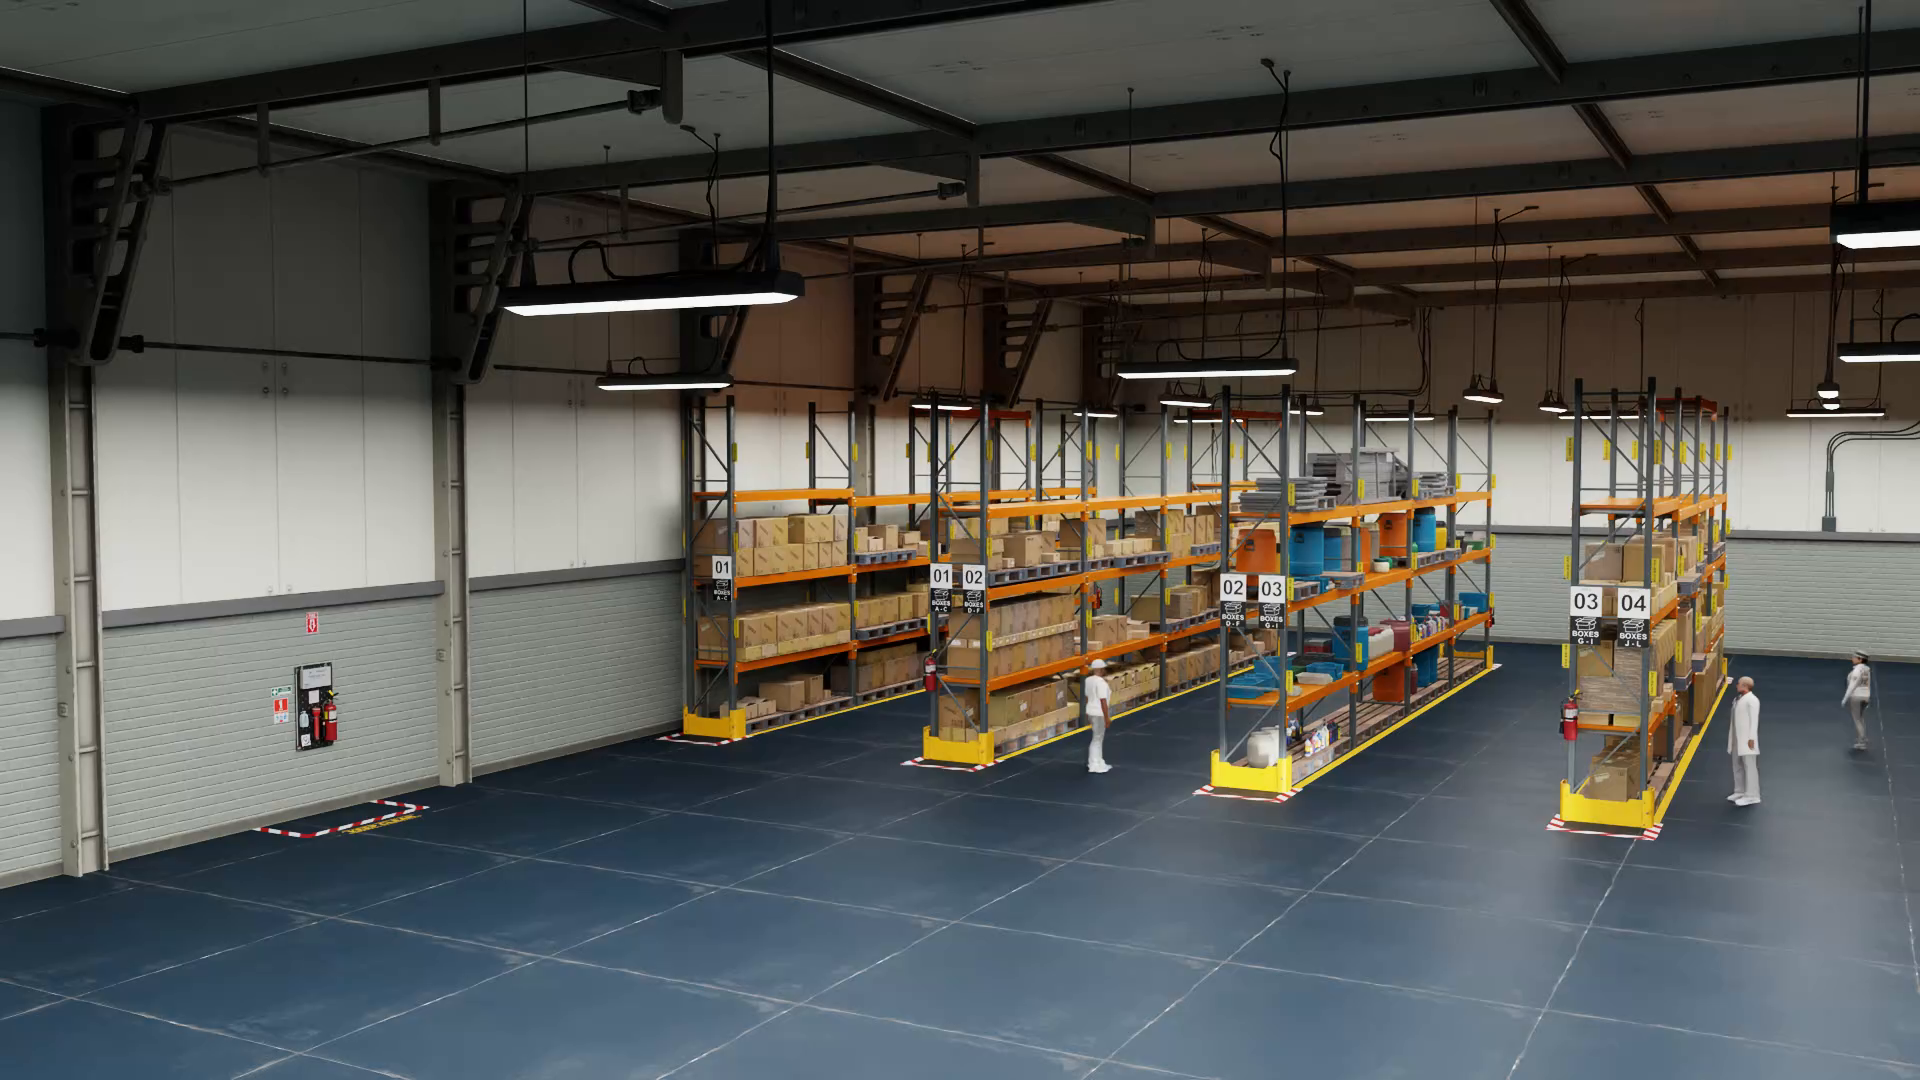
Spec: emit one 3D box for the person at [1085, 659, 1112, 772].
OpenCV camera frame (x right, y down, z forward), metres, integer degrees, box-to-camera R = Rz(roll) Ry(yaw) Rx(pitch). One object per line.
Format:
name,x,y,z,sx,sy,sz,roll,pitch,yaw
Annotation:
person,2.239,2.753,26.085,0.506,1.776,0.621,-1,3,-17

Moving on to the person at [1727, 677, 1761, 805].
person,11.195,2.855,23.821,0.473,1.787,0.603,-1,3,-12

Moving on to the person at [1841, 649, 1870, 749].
person,15.114,2.702,27.992,0.519,1.736,0.462,-1,3,-15
